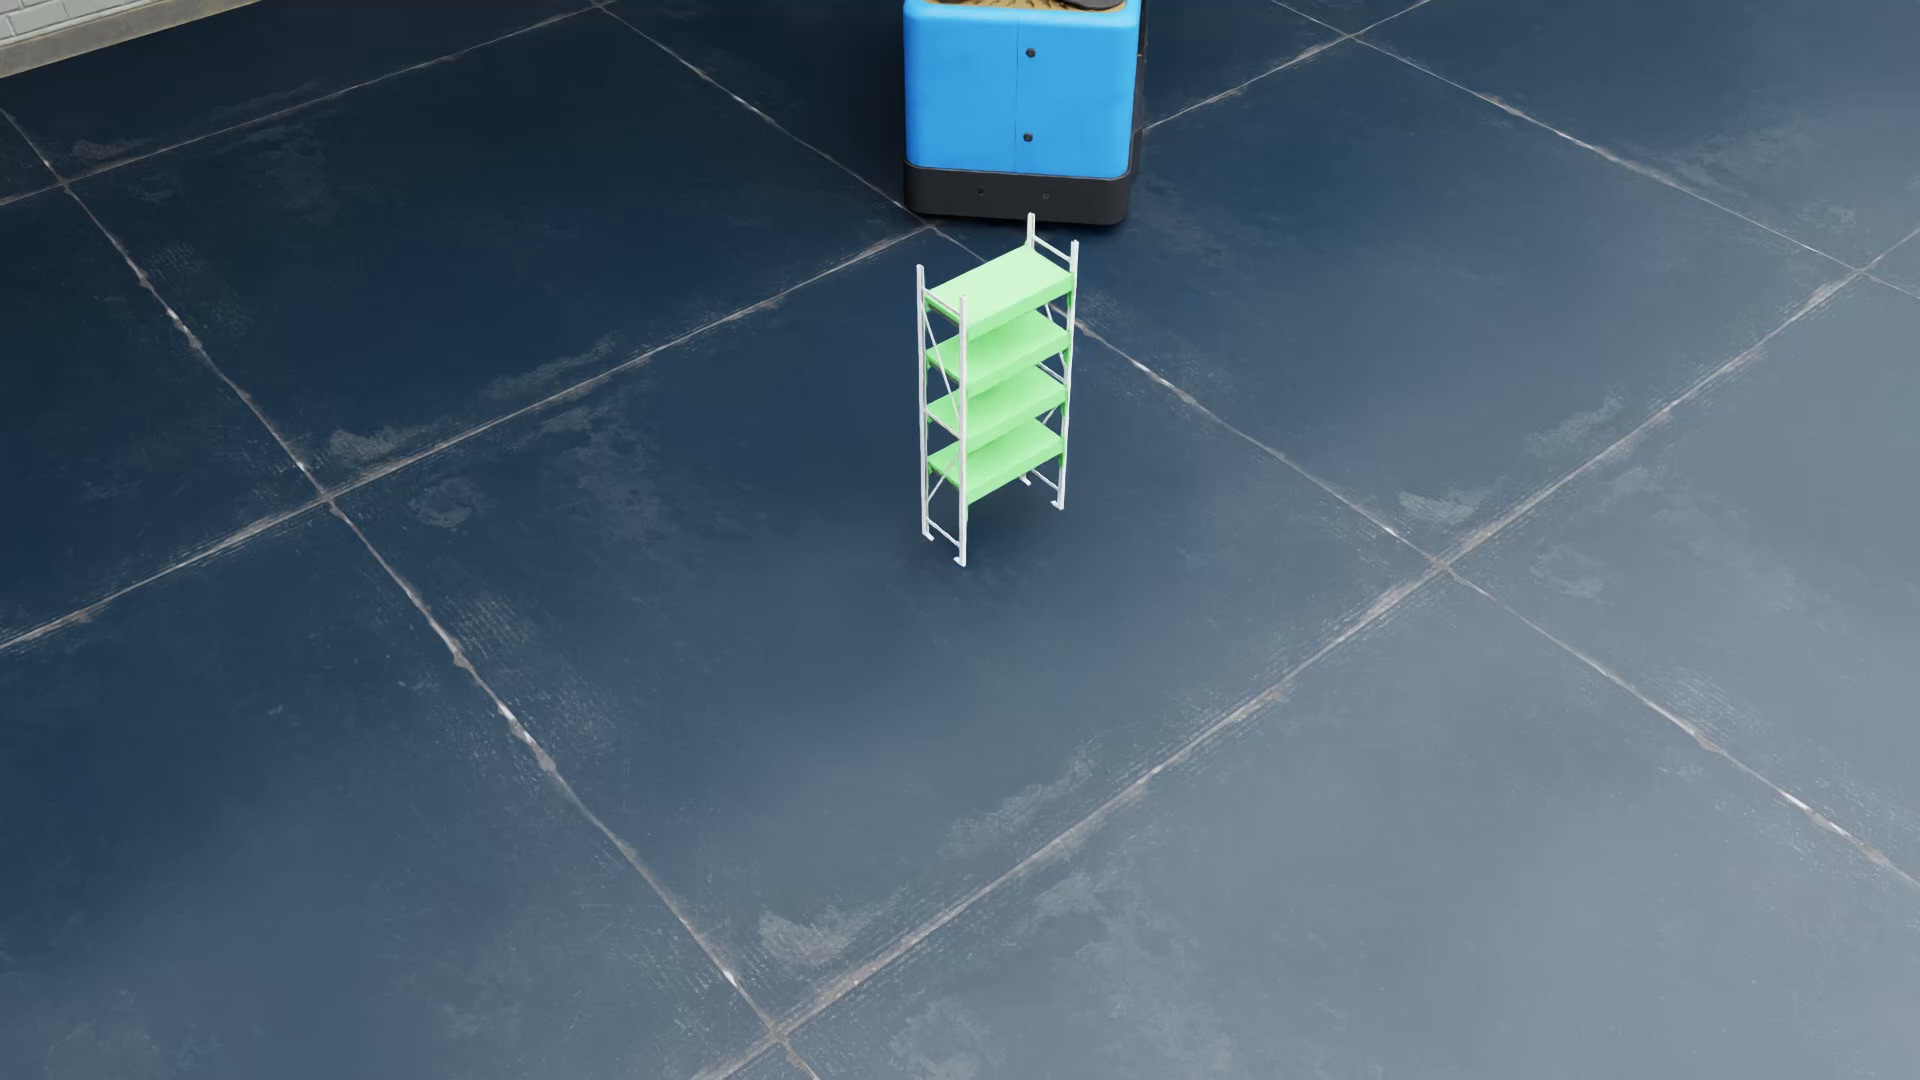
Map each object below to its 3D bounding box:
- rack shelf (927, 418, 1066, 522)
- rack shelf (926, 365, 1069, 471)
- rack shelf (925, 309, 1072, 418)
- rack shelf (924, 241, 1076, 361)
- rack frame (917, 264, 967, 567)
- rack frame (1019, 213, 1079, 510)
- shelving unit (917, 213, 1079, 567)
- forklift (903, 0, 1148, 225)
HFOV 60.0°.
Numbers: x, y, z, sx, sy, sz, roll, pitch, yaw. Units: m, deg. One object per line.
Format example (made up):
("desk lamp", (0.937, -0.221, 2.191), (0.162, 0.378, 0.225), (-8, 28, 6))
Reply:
("rack shelf", (0.127, -0.289, 6.125), (0.480, 0.148, 0.258), (-30, 51, -28))
("rack shelf", (0.127, -0.463, 5.960), (0.480, 0.148, 0.258), (-30, 51, -28))
("rack shelf", (0.127, -0.638, 5.796), (0.480, 0.148, 0.258), (-30, 51, -28))
("rack shelf", (0.127, -0.813, 5.632), (0.480, 0.148, 0.258), (-30, 51, -28))
("rack frame", (-0.060, -0.403, 5.803), (0.015, 1.200, 0.240), (-30, 51, -28))
("rack frame", (0.314, -0.617, 6.031), (0.015, 1.200, 0.240), (-30, 51, -28))
("shelving unit", (0.127, -0.510, 5.917), (0.503, 1.200, 0.258), (-30, 51, -28))
("forklift", (0.423, -3.537, 7.875), (1.130, 2.935, 3.031), (5, 43, 5))
